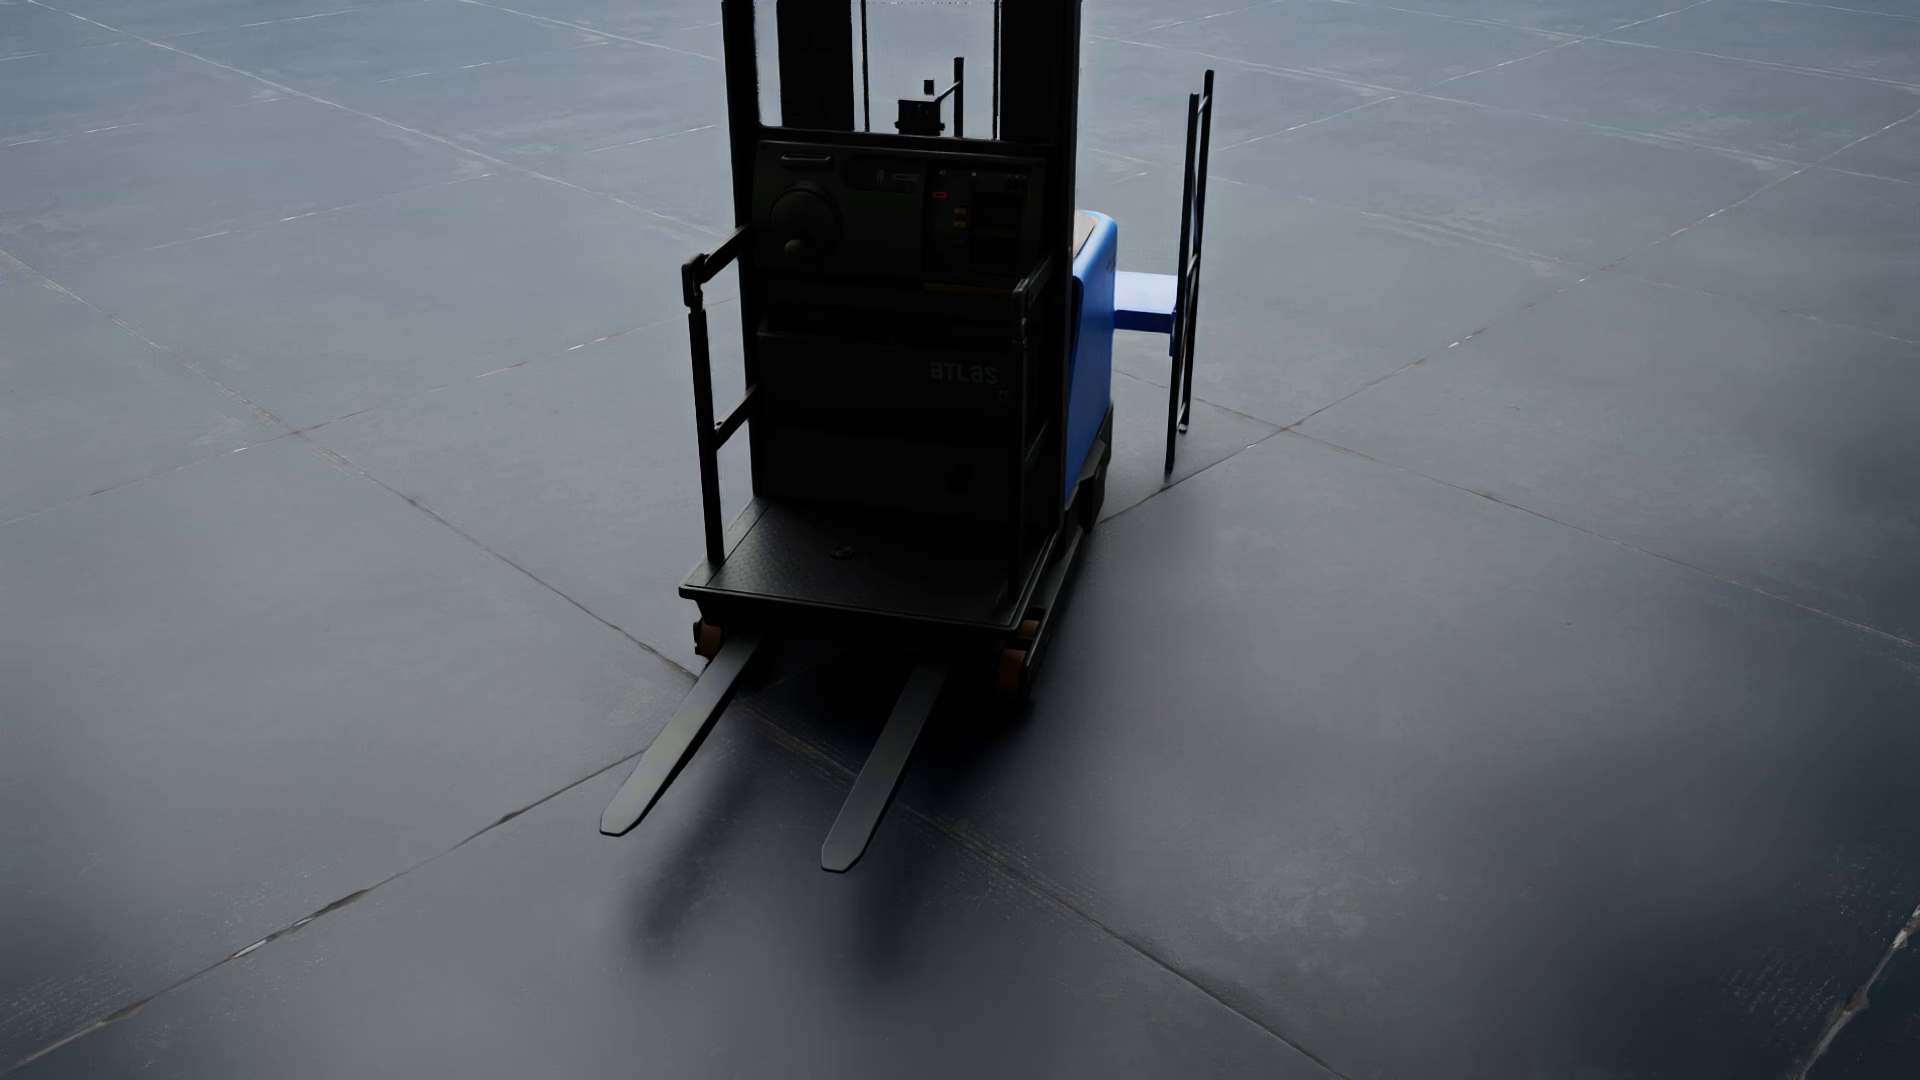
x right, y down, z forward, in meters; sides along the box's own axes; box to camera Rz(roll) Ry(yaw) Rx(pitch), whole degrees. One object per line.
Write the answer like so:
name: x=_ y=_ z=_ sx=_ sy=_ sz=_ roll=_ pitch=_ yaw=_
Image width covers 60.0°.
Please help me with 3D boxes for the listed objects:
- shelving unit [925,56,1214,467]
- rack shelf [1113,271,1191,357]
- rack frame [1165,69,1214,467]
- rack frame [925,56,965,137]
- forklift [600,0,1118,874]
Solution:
shelving unit: x=0.429 y=-1.138 z=6.789 sx=1.048 sy=1.500 sz=0.538 roll=7 pitch=27 yaw=13
rack shelf: x=0.428 y=-0.977 z=6.869 sx=1.000 sy=0.185 sz=0.538 roll=7 pitch=27 yaw=13
rack frame: x=0.921 y=-1.078 z=6.675 sx=0.032 sy=1.500 sz=0.500 roll=7 pitch=27 yaw=13
rack frame: x=-0.063 y=-1.198 z=6.903 sx=0.032 sy=1.500 sz=0.500 roll=7 pitch=27 yaw=13
forklift: x=-0.245 y=-0.985 z=4.974 sx=1.130 sy=2.935 sz=3.031 roll=7 pitch=28 yaw=12
